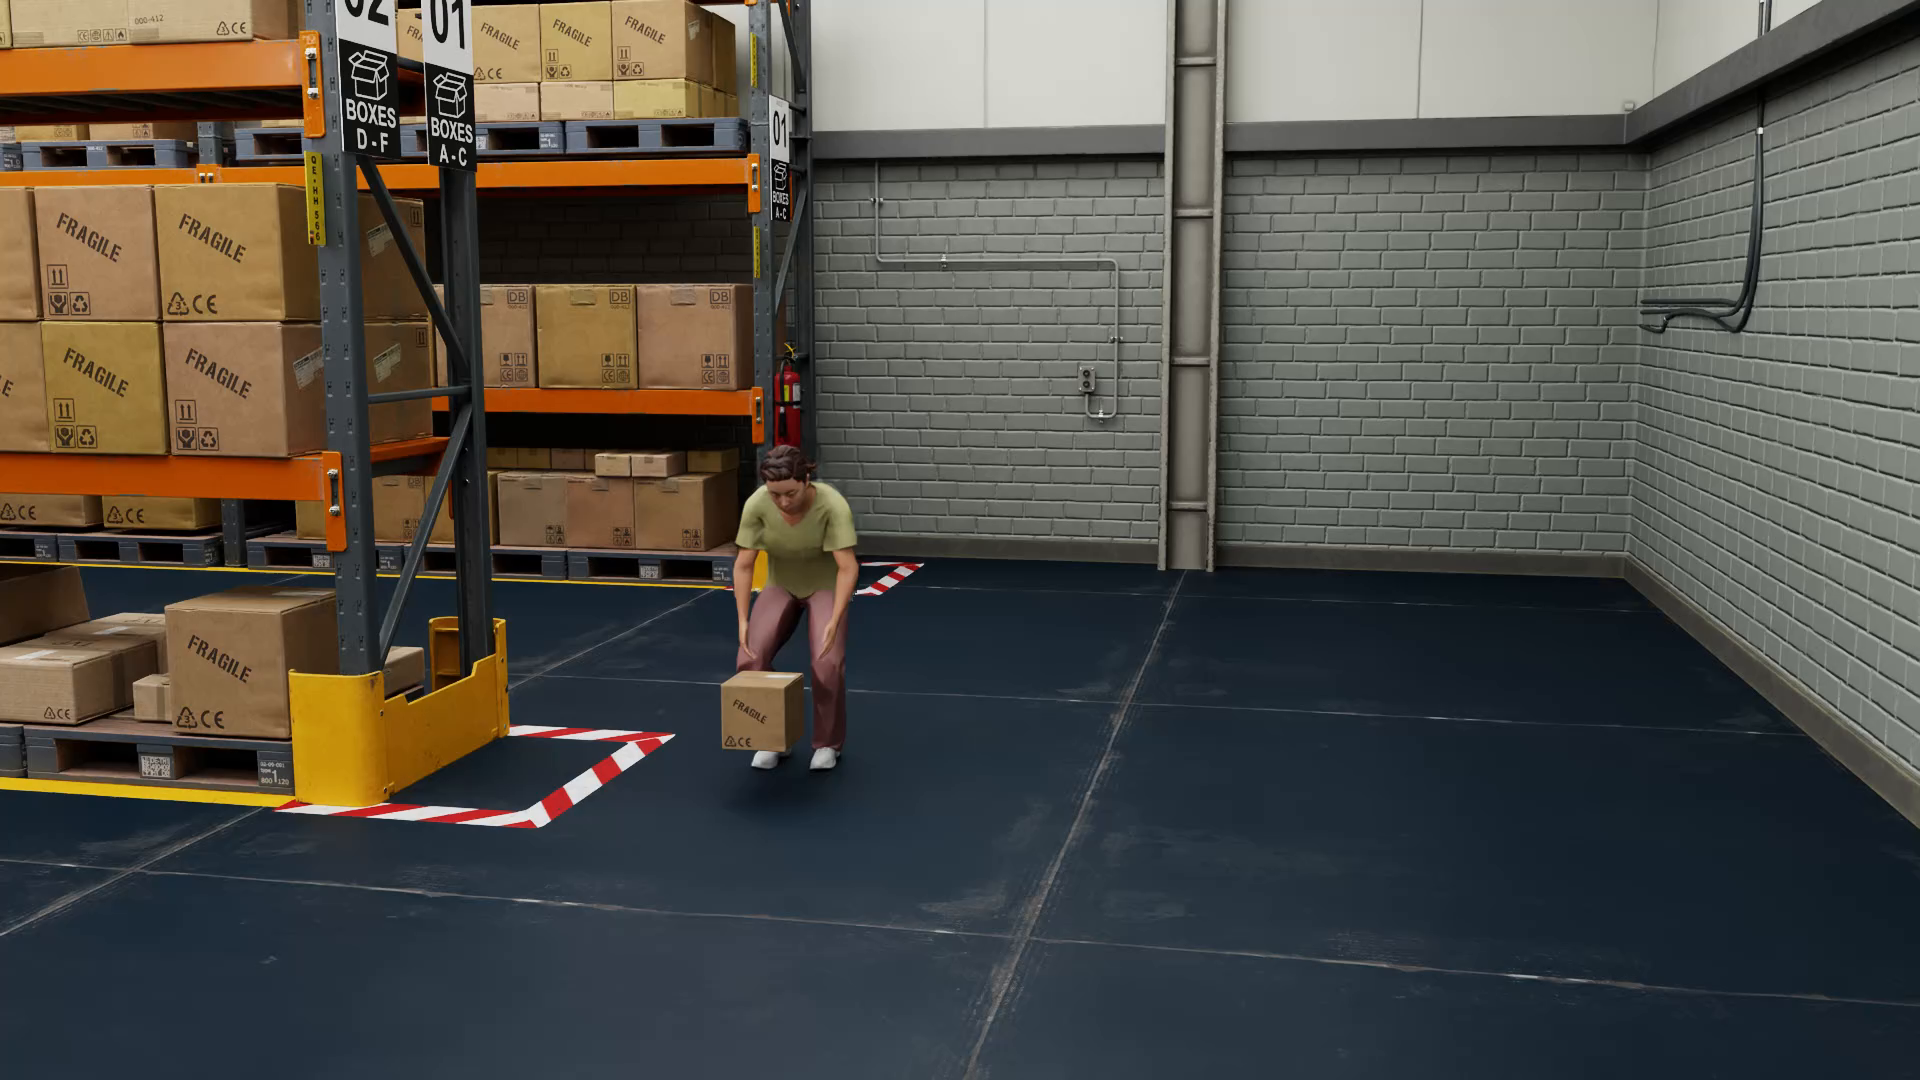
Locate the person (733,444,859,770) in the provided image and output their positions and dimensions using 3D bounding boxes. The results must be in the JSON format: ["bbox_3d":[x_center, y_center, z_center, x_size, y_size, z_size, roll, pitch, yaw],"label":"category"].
[{"bbox_3d":[-0.637,0.262,6.703,0.511,1.335,0.665,2,8,11],"label":"person"}]
